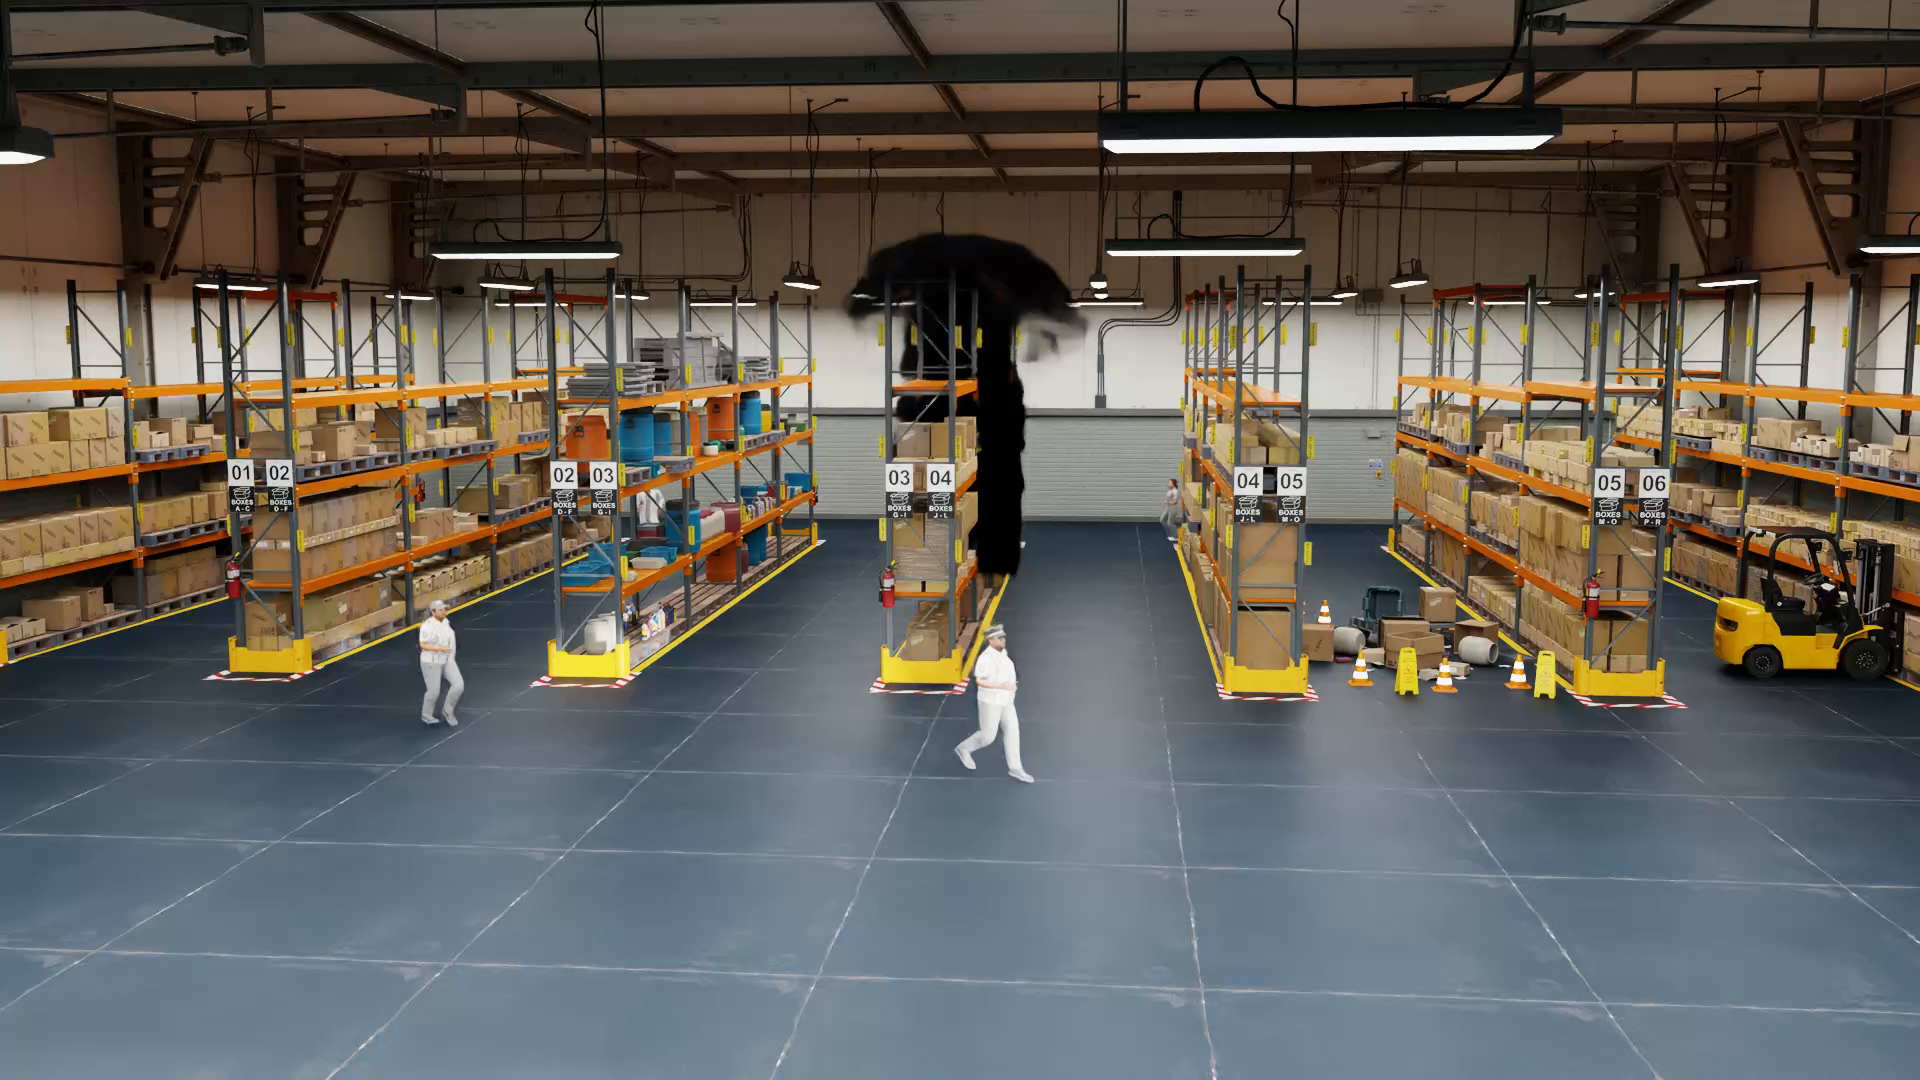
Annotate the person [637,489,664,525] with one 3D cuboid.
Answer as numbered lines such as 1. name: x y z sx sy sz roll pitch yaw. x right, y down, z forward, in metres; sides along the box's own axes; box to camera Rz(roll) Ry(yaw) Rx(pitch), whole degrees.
1. person: -7.134 -0.492 38.065 0.688 1.834 0.785 -1 7 -5

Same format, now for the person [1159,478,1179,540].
1. person: 5.217 -0.743 40.823 0.563 1.586 0.695 -1 7 -11

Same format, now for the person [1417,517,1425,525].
1. person: 11.273 -0.694 40.210 0.604 1.660 0.597 5 9 36

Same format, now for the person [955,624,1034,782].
1. person: 0.389 1.828 18.873 0.982 1.783 0.668 5 9 36

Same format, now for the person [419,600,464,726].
1. person: -6.703 1.598 21.423 0.686 1.655 0.593 4 8 33
